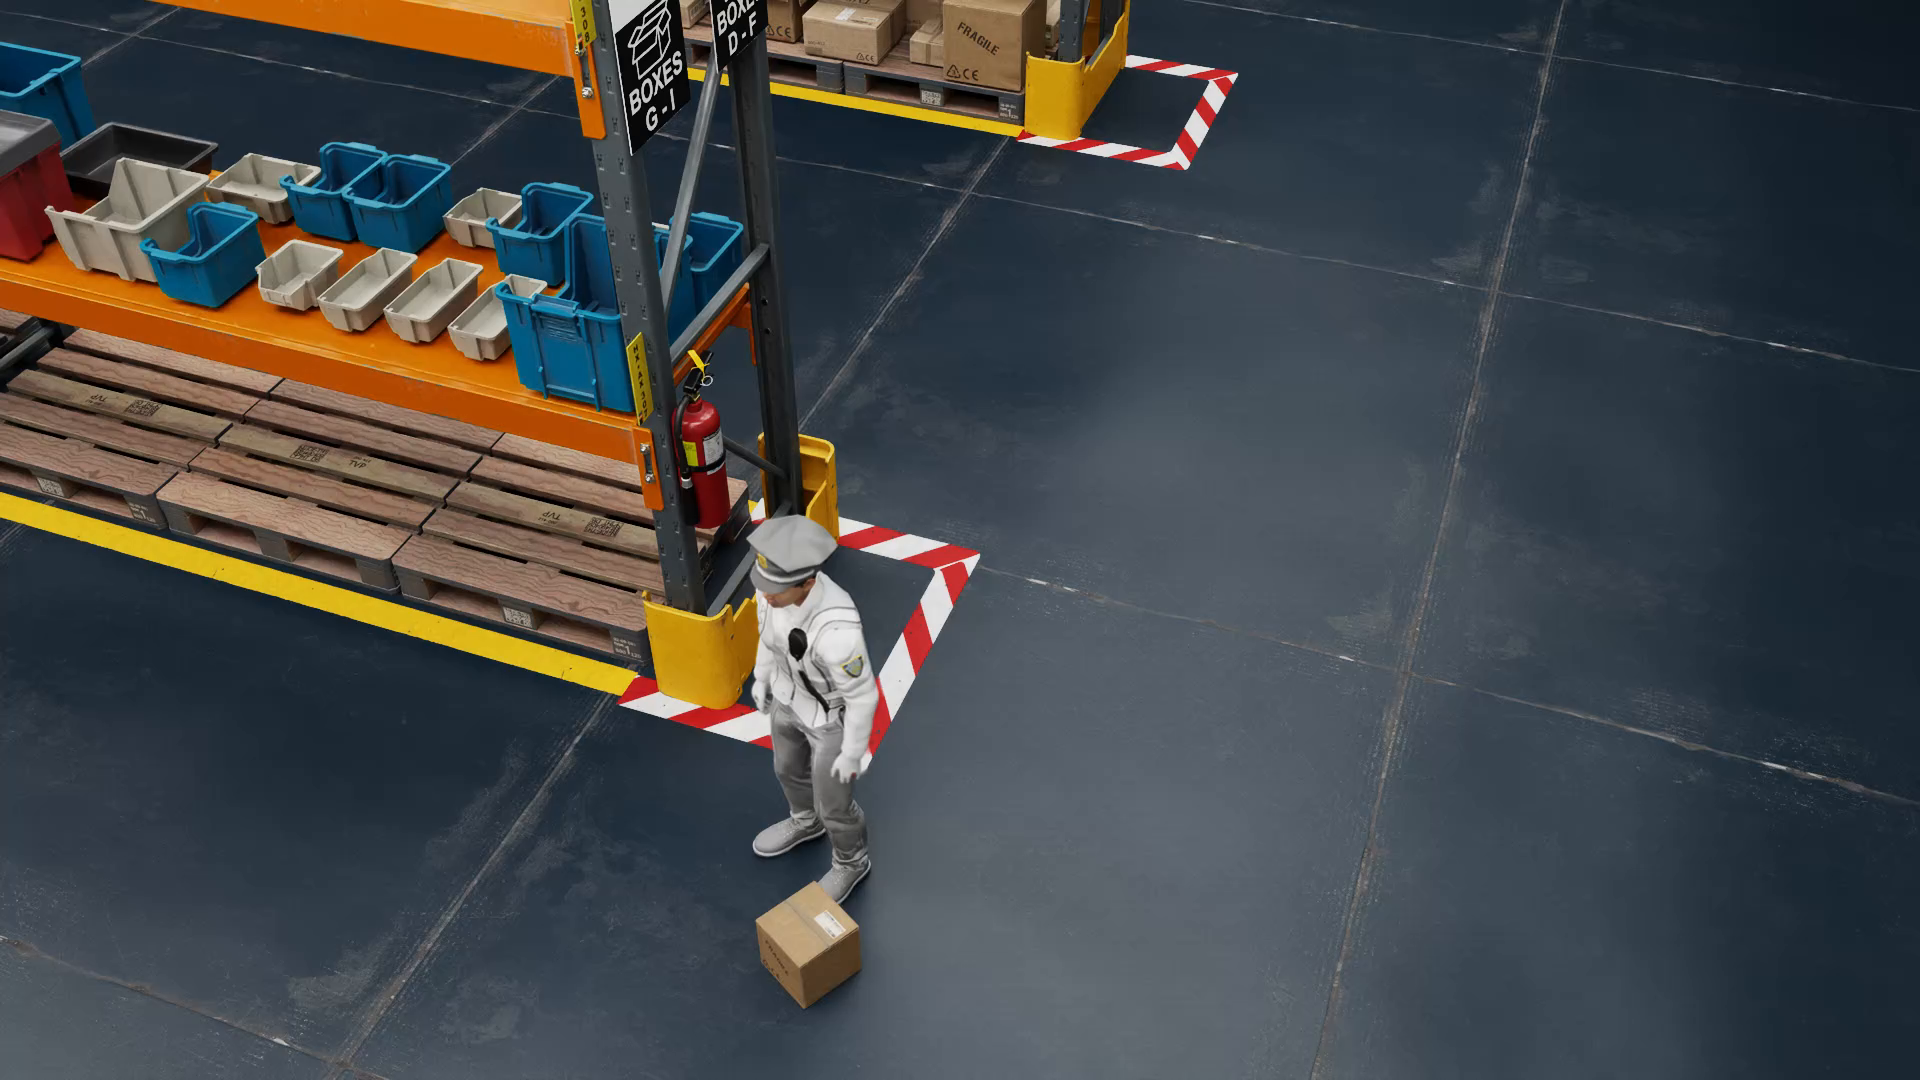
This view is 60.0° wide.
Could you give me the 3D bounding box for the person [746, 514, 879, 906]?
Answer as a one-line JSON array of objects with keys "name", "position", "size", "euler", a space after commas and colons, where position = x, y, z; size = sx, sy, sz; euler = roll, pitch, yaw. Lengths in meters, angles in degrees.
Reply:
[{"name": "person", "position": [-0.483, 0.573, 5.512], "size": [0.369, 1.667, 0.546], "euler": [-31, 50, -30]}]
